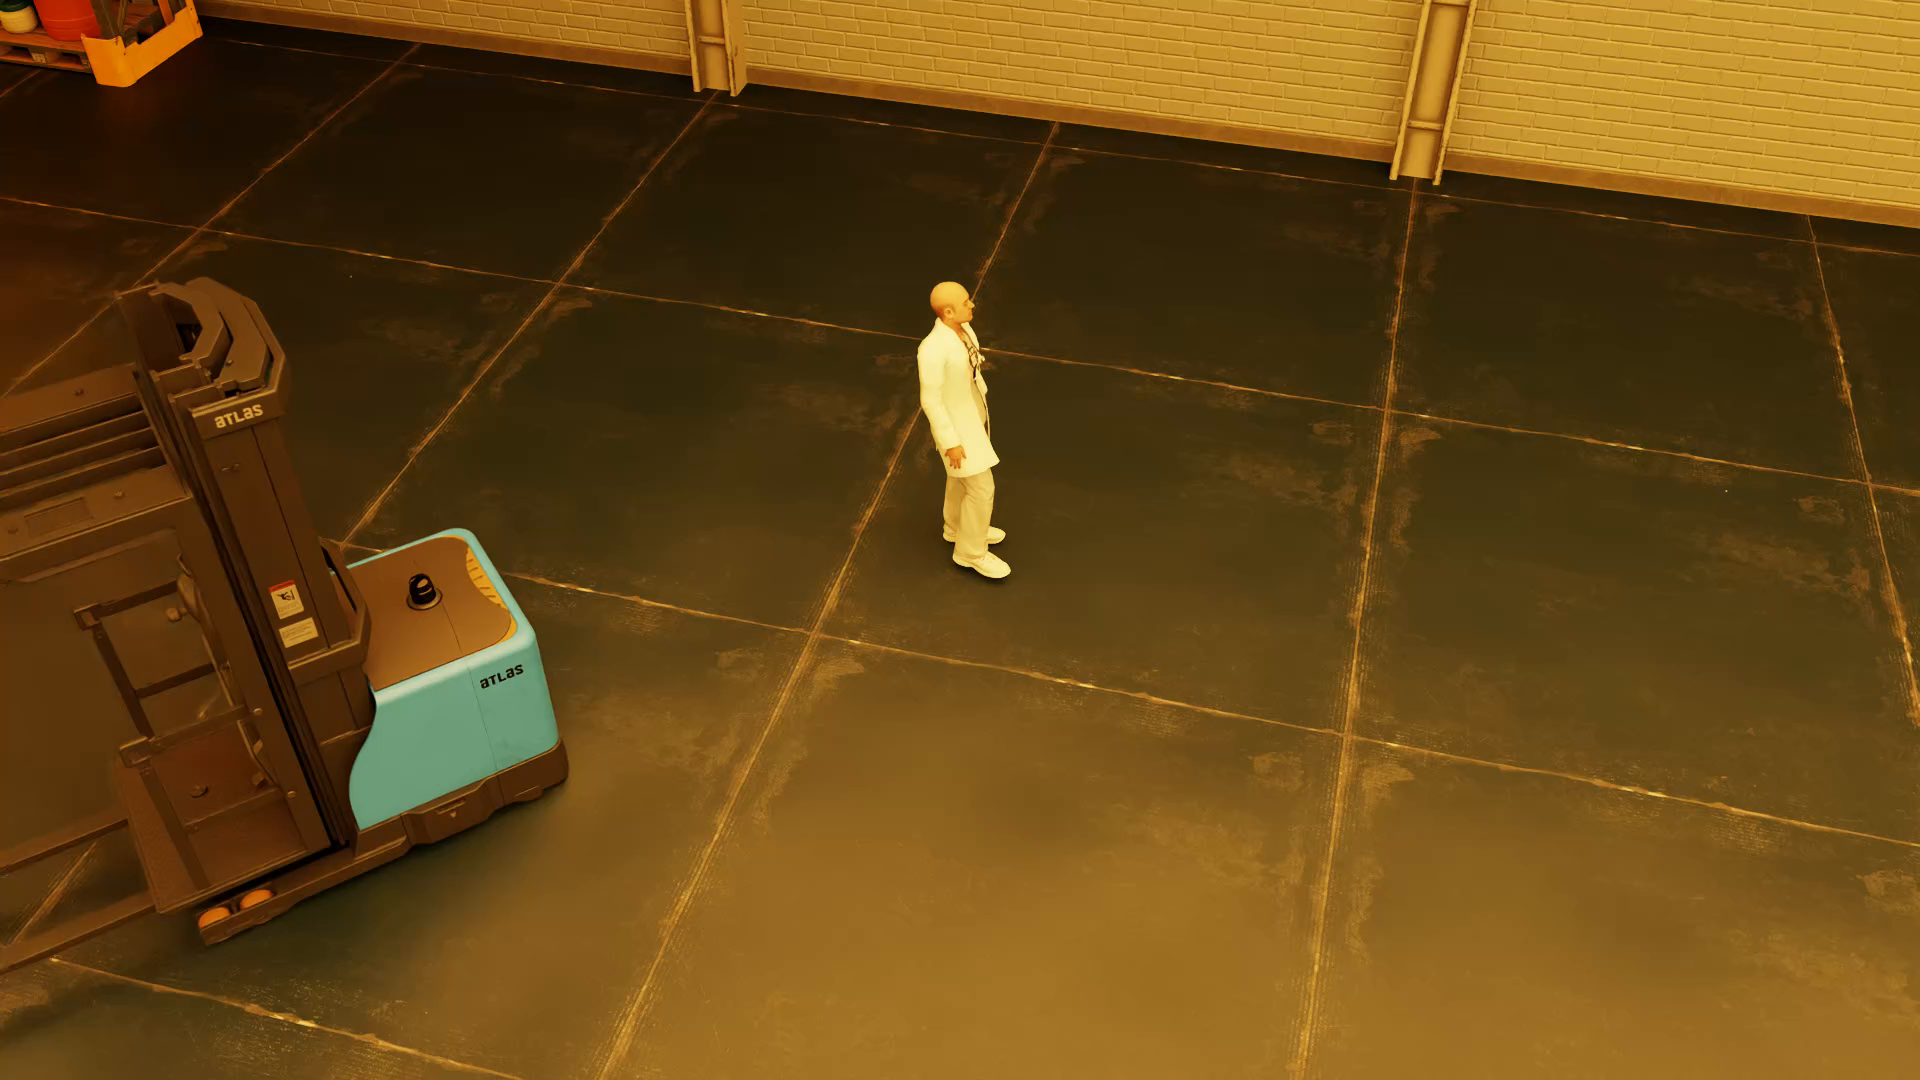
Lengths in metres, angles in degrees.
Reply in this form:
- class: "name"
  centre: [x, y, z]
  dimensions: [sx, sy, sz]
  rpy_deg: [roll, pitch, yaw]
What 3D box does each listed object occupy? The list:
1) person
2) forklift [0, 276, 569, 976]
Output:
- class: "person"
  centre: [0.088, -0.656, 9.474]
  dimensions: [0.579, 1.778, 0.696]
  rpy_deg: [10, 42, 11]
- class: "forklift"
  centre: [-3.548, 0.407, 7.398]
  dimensions: [3.031, 2.935, 1.130]
  rpy_deg: [-23, 46, -24]
